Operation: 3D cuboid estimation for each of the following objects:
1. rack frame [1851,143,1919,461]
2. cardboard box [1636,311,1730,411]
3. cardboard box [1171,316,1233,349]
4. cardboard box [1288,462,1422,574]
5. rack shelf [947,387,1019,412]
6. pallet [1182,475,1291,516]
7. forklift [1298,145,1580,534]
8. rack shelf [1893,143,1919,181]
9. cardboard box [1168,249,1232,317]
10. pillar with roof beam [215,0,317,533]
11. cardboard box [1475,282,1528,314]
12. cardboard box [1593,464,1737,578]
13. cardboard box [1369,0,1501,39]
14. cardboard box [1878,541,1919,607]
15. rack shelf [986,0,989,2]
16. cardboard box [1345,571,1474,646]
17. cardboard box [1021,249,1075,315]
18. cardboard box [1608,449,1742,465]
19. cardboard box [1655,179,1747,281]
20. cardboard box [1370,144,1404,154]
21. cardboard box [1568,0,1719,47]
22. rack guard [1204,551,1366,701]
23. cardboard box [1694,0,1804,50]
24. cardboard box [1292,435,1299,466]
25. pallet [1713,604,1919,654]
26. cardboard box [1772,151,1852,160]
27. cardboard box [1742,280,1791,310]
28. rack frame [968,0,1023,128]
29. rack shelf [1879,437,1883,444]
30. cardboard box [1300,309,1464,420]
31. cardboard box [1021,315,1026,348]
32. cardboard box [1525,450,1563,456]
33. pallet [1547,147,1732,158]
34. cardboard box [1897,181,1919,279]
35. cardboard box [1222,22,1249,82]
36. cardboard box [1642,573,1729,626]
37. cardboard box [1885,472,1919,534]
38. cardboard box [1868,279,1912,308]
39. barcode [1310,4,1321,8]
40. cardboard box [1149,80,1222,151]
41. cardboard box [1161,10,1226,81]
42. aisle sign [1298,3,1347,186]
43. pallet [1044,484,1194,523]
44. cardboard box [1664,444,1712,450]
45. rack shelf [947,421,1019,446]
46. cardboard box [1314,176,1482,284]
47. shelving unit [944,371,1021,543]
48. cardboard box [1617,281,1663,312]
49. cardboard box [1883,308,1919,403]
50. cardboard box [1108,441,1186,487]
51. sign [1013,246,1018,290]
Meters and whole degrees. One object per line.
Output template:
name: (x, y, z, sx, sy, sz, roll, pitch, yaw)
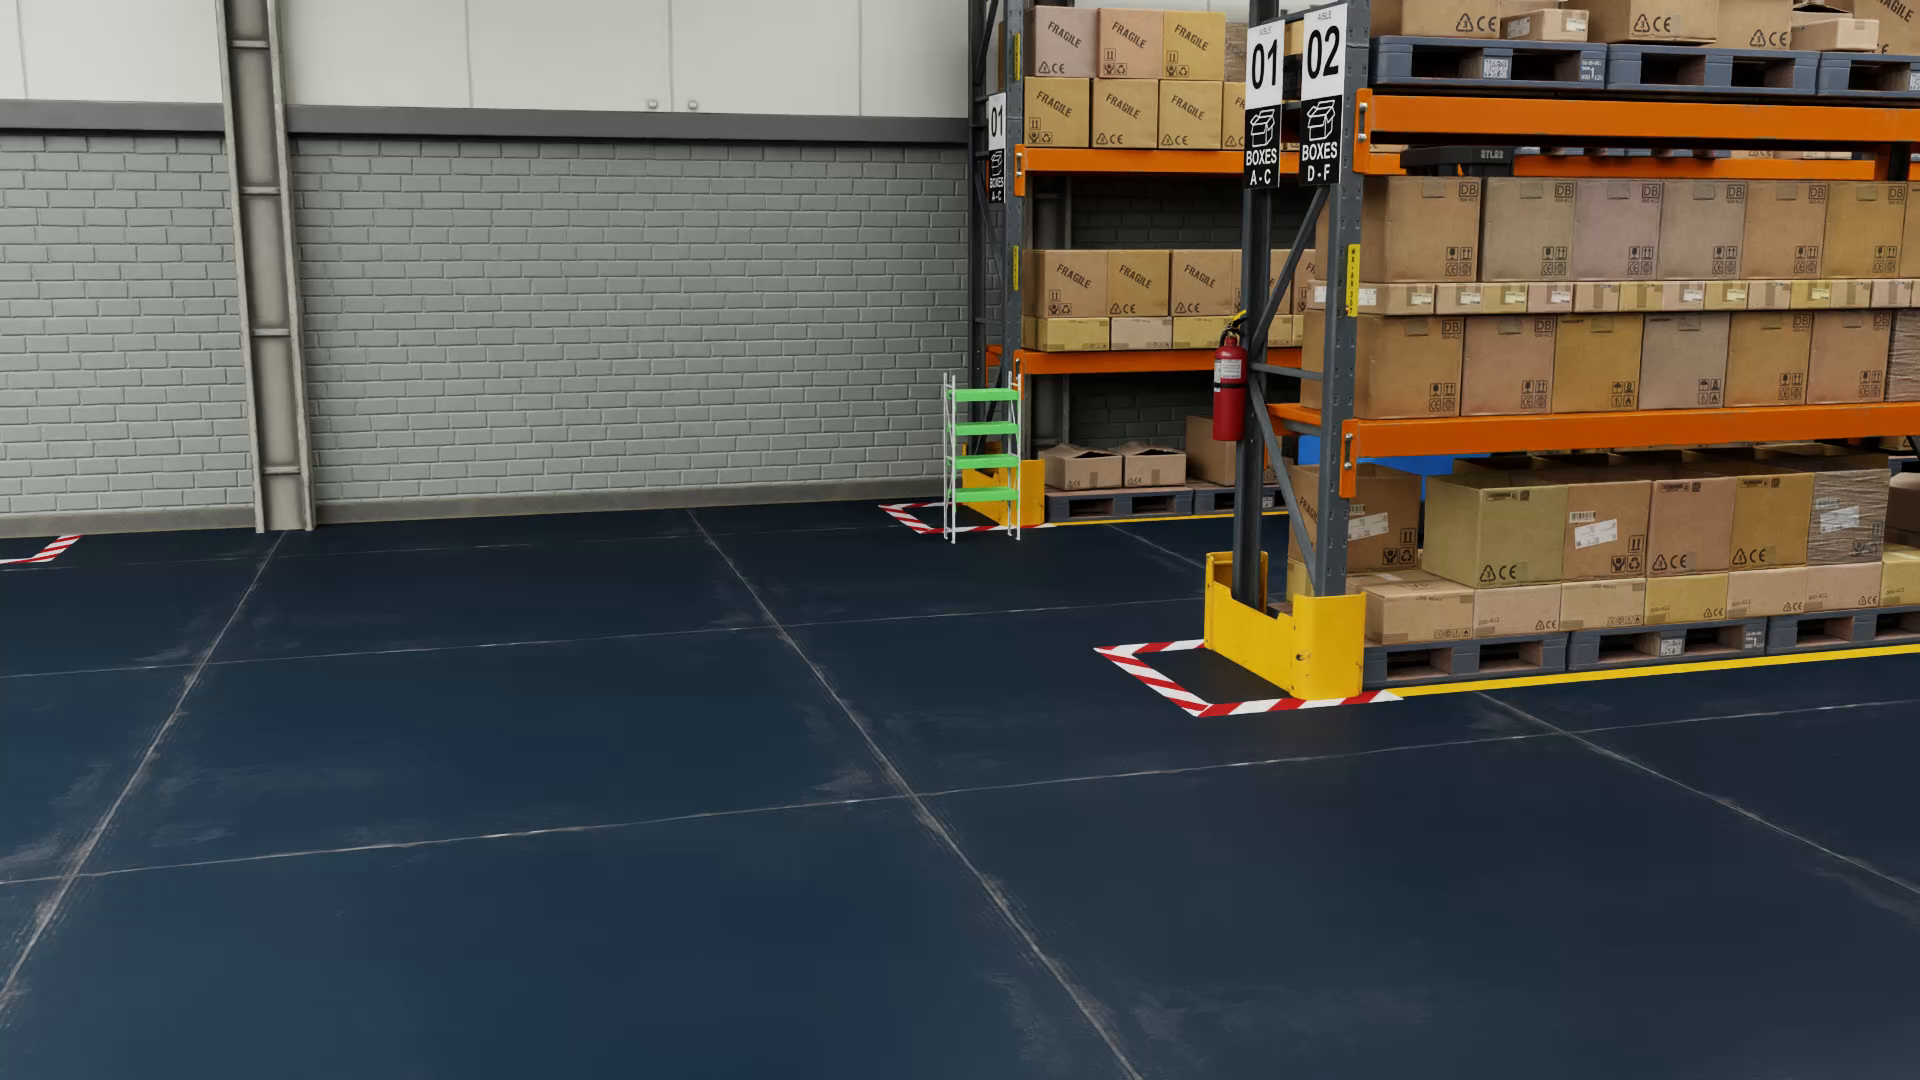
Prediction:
rack frame: (5.489, -1.023, 9.319, 0.127, 3.000, 1.000, -3, 11, -16)
cardboard box: (3.585, -0.970, 8.755, 0.500, 0.500, 0.700, -3, 11, -14)
cardboard box: (1.802, -1.641, 13.033, 0.500, 0.250, 0.500, -3, 11, -17)
cardboard box: (2.080, -0.123, 8.791, 0.500, 0.500, 0.500, -3, 11, -16)
rack shelf: (0.159, -1.008, 11.908, 0.480, 0.148, 0.258, -3, 11, -16)
pallet: (2.292, -0.410, 13.691, 1.213, 0.211, 1.003, -3, 11, -16)
forklift: (4.123, -1.564, 12.445, 3.031, 2.935, 1.130, -3, 11, -17)
rack shelf: (7.409, -2.246, 9.663, 4.000, 0.370, 1.077, -3, 11, -16)
cardboard box: (1.777, -2.007, 12.950, 0.500, 0.500, 0.500, -3, 11, -18)
pillar with roof beam: (-3.867, -3.766, 7.648, 0.400, 9.000, 9.100, -3, 11, -16)
cardboard box: (2.578, -1.198, 8.199, 0.250, 0.149, 0.380, -3, 11, -16)
cardboard box: (3.666, -0.108, 8.710, 0.500, 0.500, 0.500, -3, 11, -16)
cardboard box: (2.201, -2.650, 8.042, 0.637, 0.503, 0.797, -2, 11, -12)
cardboard box: (5.104, 0.184, 9.196, 0.500, 0.250, 0.500, -3, 11, -16)
rack shelf: (2.180, -4.378, 12.968, 4.000, 0.370, 1.077, -3, 11, -16)
cardboard box: (2.225, 0.337, 8.368, 0.500, 0.250, 0.500, -3, 11, -16)
cardboard box: (0.653, -2.047, 13.171, 0.500, 0.500, 0.500, -3, 11, -17)
cardboard box: (3.996, -0.227, 9.355, 0.500, 0.500, 0.500, -3, 11, -16)
cardboard box: (3.619, -1.611, 8.651, 0.500, 0.500, 0.700, -3, 11, -16)
cardboard box: (3.195, -3.326, 13.214, 0.500, 0.500, 0.500, -4, 11, -21)
cardboard box: (3.319, -2.657, 8.087, 0.500, 0.500, 0.500, -3, 11, -16)
rack guard: (1.625, 0.410, 8.439, 0.348, 0.500, 1.175, -3, 11, -16)
cardboard box: (3.872, -2.763, 8.654, 0.637, 0.503, 0.797, -2, 11, -10)
cardboard box: (3.115, -0.812, 13.859, 0.500, 0.500, 0.500, -4, 11, -20)
pallet: (4.713, 0.381, 9.393, 1.213, 0.211, 1.003, -3, 11, -16)
cardboard box: (7.325, -3.444, 14.377, 0.500, 0.311, 0.500, -3, 11, -16)
cardboard box: (4.068, -1.276, 8.627, 0.250, 0.149, 0.380, -3, 11, -14)
rack frame: (0.260, -4.632, 12.353, 0.127, 3.000, 1.000, -3, 11, -16)
rack shelf: (7.409, -0.771, 9.934, 4.000, 0.370, 1.077, -3, 11, -16)
cardboard box: (2.100, -0.891, 8.327, 0.500, 0.500, 0.700, -3, 11, -16)
cardboard box: (0.654, -1.675, 13.220, 0.500, 0.250, 0.500, -3, 11, -15)
cardboard box: (4.802, -0.911, 14.400, 0.500, 0.500, 0.700, -3, 11, -14)
pallet: (5.718, -3.333, 14.098, 1.003, 0.211, 1.213, -3, 11, -16)
cardboard box: (5.064, -1.687, 9.065, 0.500, 0.500, 0.700, -3, 11, -16)
cardboard box: (2.086, -3.850, 13.295, 0.500, 0.500, 0.500, -3, 11, -16)
cardboard box: (3.666, 0.261, 8.779, 0.500, 0.250, 0.500, -3, 11, -16)
cardboard box: (5.797, -0.224, 9.861, 0.500, 0.311, 0.500, -3, 11, -16)
cardboard box: (4.799, -1.314, 8.834, 0.250, 0.149, 0.380, -3, 11, -18)
barcode: (1.803, -2.681, 8.434, 0.075, 0.075, 0.001, -3, 11, -16)
cardboard box: (1.674, -3.237, 12.730, 0.500, 0.500, 0.500, -2, 11, -13)
cardboard box: (1.682, -3.729, 12.642, 0.500, 0.500, 0.500, -3, 11, -14)
aisle sign: (1.670, -2.043, 7.677, 0.004, 0.787, 0.394, -3, 11, -16)
pallet: (1.123, -0.349, 13.360, 1.213, 0.211, 1.003, -3, 11, -16)
cardboard box: (6.268, -0.992, 14.840, 0.500, 0.500, 0.700, -3, 11, -16)
rack shelf: (0.159, -0.772, 11.951, 0.480, 0.148, 0.258, -3, 11, -16)
cardboard box: (2.151, -1.532, 8.224, 0.500, 0.500, 0.700, -3, 11, -16)
shelving unit: (0.159, -0.598, 11.983, 0.503, 1.200, 0.258, -3, 11, -16)
cardboard box: (3.321, -1.237, 8.412, 0.250, 0.149, 0.380, -3, 11, -17)
cardboard box: (5.064, -1.049, 9.182, 0.500, 0.500, 0.700, -3, 11, -17)
cardboard box: (1.497, -0.624, 13.362, 0.500, 0.311, 0.500, -2, 11, -11)
sign: (0.412, -2.013, 12.306, 0.005, 0.325, 0.100, -3, 11, -16)
